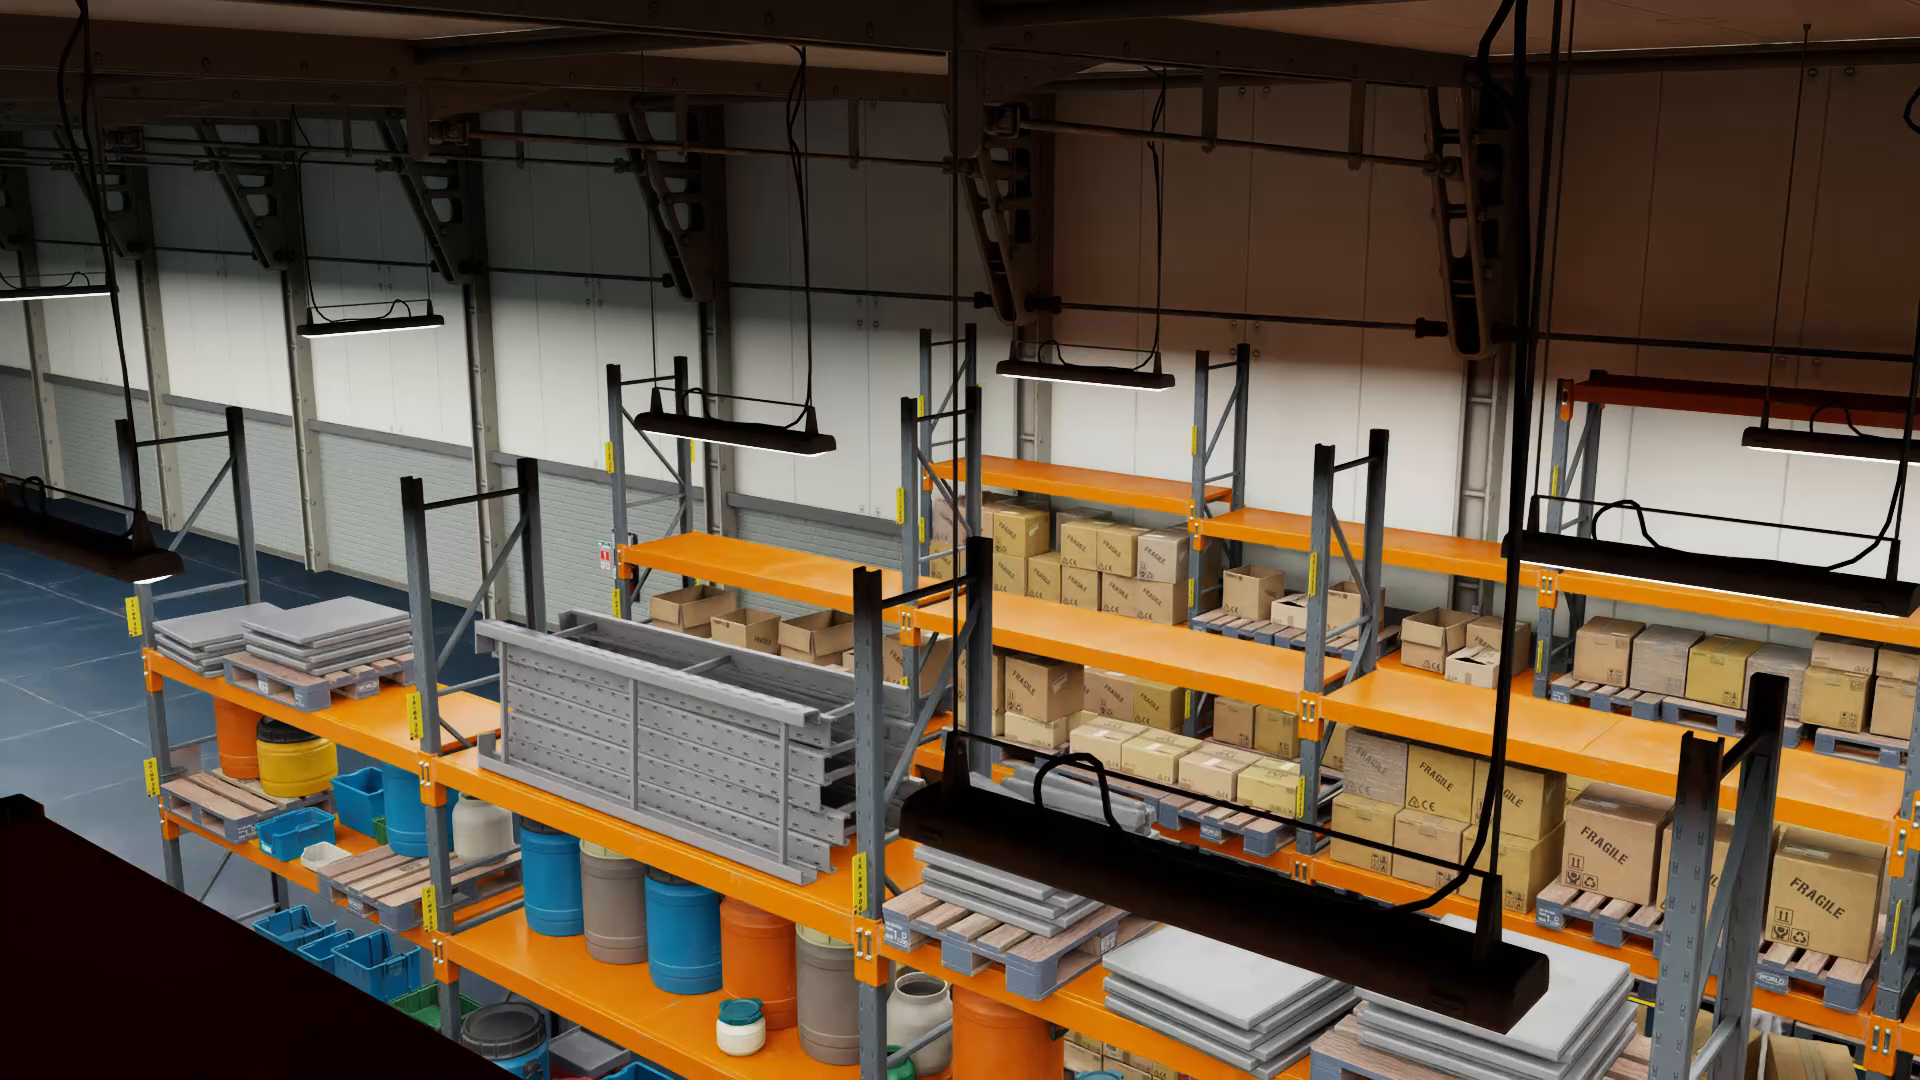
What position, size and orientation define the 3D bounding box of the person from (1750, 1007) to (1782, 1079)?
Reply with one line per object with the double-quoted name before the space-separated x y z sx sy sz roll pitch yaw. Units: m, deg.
"person" 6.360 4.243 13.621 1.114 1.623 0.609 8 15 33
